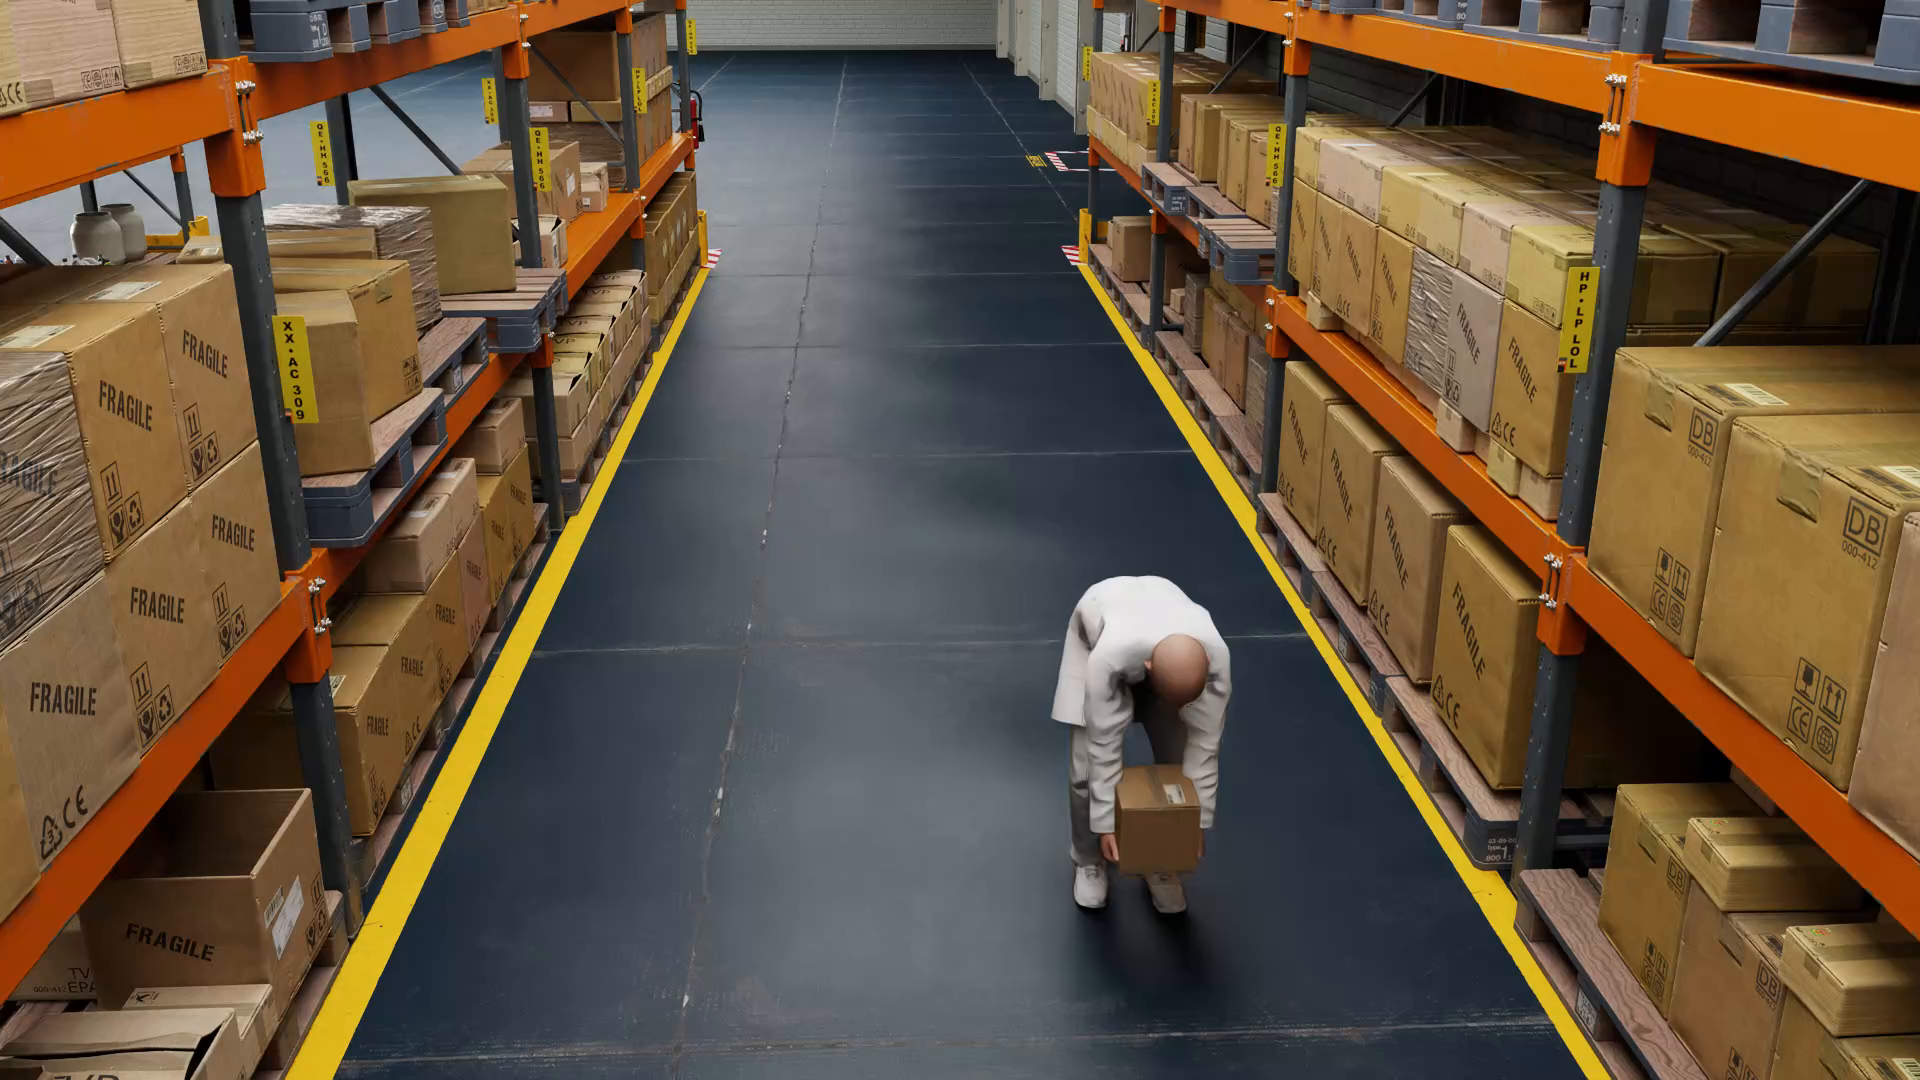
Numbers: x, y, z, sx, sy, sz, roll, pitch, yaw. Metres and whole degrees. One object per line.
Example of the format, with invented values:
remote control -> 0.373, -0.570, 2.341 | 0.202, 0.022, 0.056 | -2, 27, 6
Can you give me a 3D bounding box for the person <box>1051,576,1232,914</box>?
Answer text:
person -> 0.601, 0.724, 5.456 | 0.555, 1.204, 0.939 | -2, 20, -5
